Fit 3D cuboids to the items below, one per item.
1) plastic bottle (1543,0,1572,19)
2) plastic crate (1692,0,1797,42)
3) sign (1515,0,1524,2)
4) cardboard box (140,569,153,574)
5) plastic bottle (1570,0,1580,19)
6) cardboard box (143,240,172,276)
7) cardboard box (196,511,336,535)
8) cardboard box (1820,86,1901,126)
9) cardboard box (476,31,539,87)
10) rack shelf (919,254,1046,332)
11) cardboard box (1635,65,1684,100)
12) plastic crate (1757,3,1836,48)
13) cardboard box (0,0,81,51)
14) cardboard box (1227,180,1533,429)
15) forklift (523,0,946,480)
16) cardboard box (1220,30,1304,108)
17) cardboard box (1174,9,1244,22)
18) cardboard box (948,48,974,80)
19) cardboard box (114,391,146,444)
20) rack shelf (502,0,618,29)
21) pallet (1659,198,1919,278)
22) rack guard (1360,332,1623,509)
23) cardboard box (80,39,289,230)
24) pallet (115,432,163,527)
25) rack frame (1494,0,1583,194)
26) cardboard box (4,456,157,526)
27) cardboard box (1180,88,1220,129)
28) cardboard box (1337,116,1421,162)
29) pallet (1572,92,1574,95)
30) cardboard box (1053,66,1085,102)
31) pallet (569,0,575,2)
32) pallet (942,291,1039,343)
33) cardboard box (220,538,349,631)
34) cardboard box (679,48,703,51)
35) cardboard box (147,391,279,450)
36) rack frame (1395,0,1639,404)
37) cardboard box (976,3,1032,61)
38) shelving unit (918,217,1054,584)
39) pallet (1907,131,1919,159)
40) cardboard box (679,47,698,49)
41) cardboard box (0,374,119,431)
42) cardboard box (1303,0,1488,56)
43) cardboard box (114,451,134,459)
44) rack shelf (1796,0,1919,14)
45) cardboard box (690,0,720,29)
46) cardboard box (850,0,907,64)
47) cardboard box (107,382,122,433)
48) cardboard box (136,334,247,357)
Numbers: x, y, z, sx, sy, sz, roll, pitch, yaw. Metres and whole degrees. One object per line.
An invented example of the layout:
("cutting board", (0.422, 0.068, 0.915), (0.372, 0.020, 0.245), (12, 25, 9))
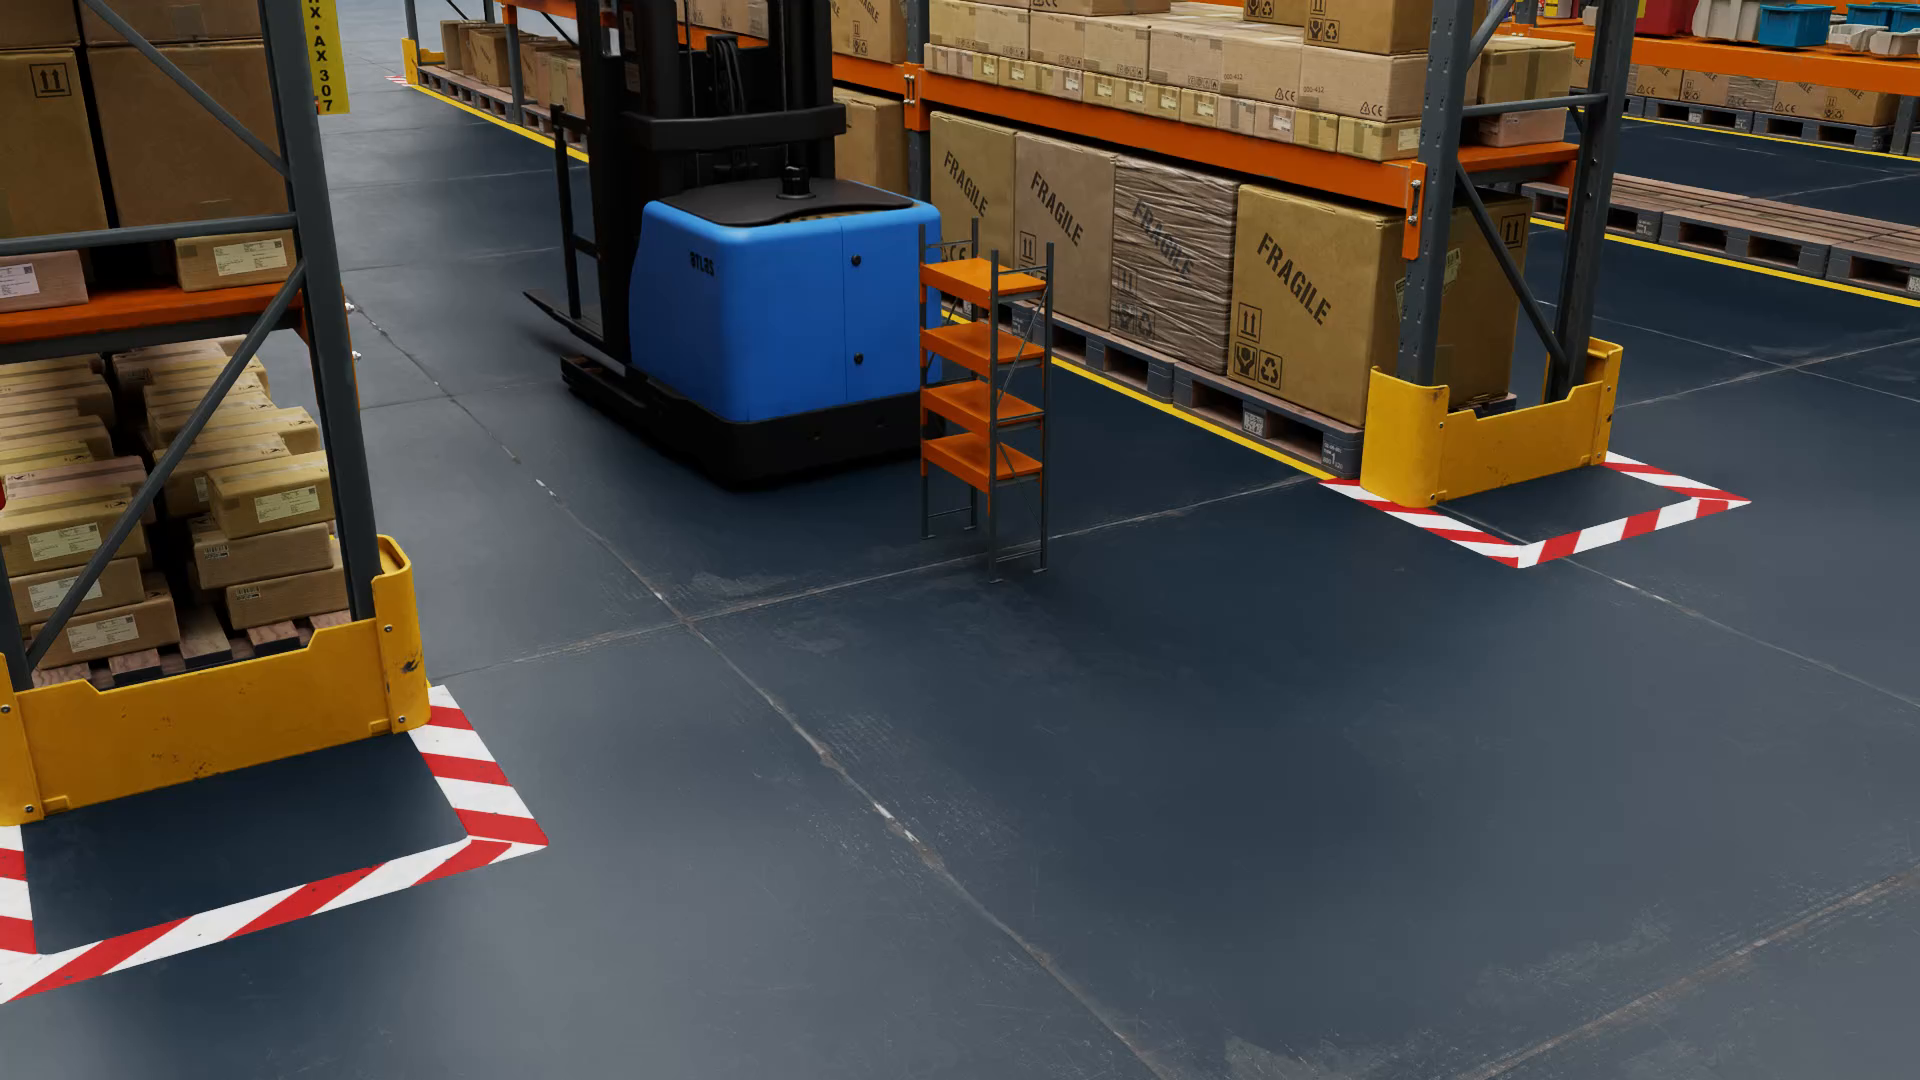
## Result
("plastic bottle", (4.494, -4.095, 12.468), (0.144, 0.351, 0.185), (-13, 25, -28))
("plastic crate", (5.037, -3.372, 10.700), (0.437, 0.282, 0.530), (-13, 25, -28))
("sign", (3.942, -3.951, 11.682), (0.100, 0.325, 0.005), (-13, 25, -28))
("cardboard box", (-2.842, 0.071, 5.383), (0.380, 0.149, 0.250), (-13, 25, -28))
("plastic bottle", (4.595, -4.075, 12.509), (0.061, 0.283, 0.133), (-13, 25, -28))
("cardboard box", (-2.164, -0.885, 4.840), (0.380, 0.149, 0.250), (-12, 25, -26))
("cardboard box", (-2.253, -0.090, 5.382), (0.380, 0.149, 0.250), (-13, 25, -28))
("cardboard box", (8.178, -4.030, 14.979), (0.500, 0.500, 0.500), (-13, 25, -29))
("cardboard box", (-4.782, -5.109, 17.659), (0.500, 0.500, 0.500), (-15, 27, -33))
("rack shelf", (0.085, -0.866, 5.806), (0.258, 0.148, 0.480), (-13, 25, -28))
("cardboard box", (7.144, -4.686, 16.593), (0.500, 0.500, 0.500), (-13, 25, -29))
("plastic crate", (5.190, -3.199, 10.341), (0.416, 0.233, 0.300), (-13, 25, -28))
("cardboard box", (-2.562, -1.507, 4.180), (0.500, 0.500, 0.500), (-13, 26, -29))
("cardboard box", (1.805, -1.083, 7.256), (0.875, 0.875, 0.875), (-13, 25, -28))
("forklift", (-1.282, -2.105, 7.598), (1.130, 2.935, 3.031), (-14, 26, -30))
("cardboard box", (1.467, -2.019, 7.100), (0.500, 0.250, 0.500), (-13, 26, -29))
("cardboard box", (1.392, -2.455, 8.171), (0.500, 0.250, 0.500), (-13, 26, -29))
("cardboard box", (0.157, -2.615, 9.094), (0.380, 0.149, 0.250), (-14, 26, -30))
("cardboard box", (-3.013, -0.493, 6.373), (0.380, 0.149, 0.250), (-11, 25, -26))
("rack shelf", (-2.907, -4.585, 14.563), (1.077, 0.370, 4.000), (-13, 25, -28))
("pallet", (5.452, -2.011, 10.978), (1.003, 0.211, 1.213), (-13, 25, -28))
("rack guard", (2.213, -0.515, 6.915), (1.175, 0.500, 0.348), (-13, 25, -28))
("cardboard box", (-2.106, -1.142, 4.610), (0.500, 0.500, 0.500), (-11, 25, -26))
("pallet", (-3.157, -0.157, 6.416), (1.003, 0.211, 1.213), (-13, 25, -28))
("rack frame", (4.416, -3.928, 11.993), (1.000, 3.000, 0.127), (-13, 25, -28))
("cardboard box", (-2.682, -0.124, 5.071), (0.380, 0.149, 0.250), (-12, 25, -27))
("cardboard box", (1.213, -1.947, 7.451), (0.380, 0.149, 0.250), (-13, 26, -29))
("cardboard box", (1.736, -1.616, 6.638), (0.380, 0.149, 0.250), (-12, 25, -27))
("pallet", (6.246, -5.157, 18.719), (1.003, 0.211, 1.213), (-13, 25, -28))
("cardboard box", (0.686, -2.280, 8.271), (0.380, 0.149, 0.250), (-12, 25, -28))
("pallet", (-2.932, -4.815, 14.428), (1.003, 0.211, 1.213), (-13, 25, -28))
("pallet", (0.479, -1.423, 9.531), (1.003, 0.211, 1.213), (-13, 25, -28))
("cardboard box", (-2.107, 0.135, 5.223), (0.380, 0.149, 0.250), (-12, 25, -27))
("cardboard box", (-1.551, -3.253, 12.596), (1.225, 0.875, 0.875), (-14, 26, -31))
("cardboard box", (-2.551, -0.381, 5.703), (0.380, 0.149, 0.250), (-14, 26, -31))
("rack frame", (2.201, -1.681, 6.463), (1.000, 3.000, 0.127), (-13, 25, -28))
("cardboard box", (0.422, -2.680, 8.724), (0.500, 0.250, 0.500), (-13, 25, -28))
("shelving unit", (0.085, -0.502, 5.954), (0.258, 1.200, 0.503), (-13, 25, -28))
("pallet", (9.026, -3.365, 14.311), (1.003, 0.211, 1.213), (-13, 25, -28))
("cardboard box", (-2.253, -3.875, 13.600), (0.500, 0.250, 0.500), (-11, 25, -26))
("cardboard box", (-3.225, -0.462, 5.904), (0.380, 0.149, 0.250), (-14, 26, -30))
("cardboard box", (1.726, -2.204, 6.558), (0.500, 0.500, 0.500), (-12, 25, -28))
("cardboard box", (-2.945, -0.162, 5.559), (0.380, 0.149, 0.250), (-13, 25, -29))
("rack shelf", (7.654, -5.194, 16.062), (1.077, 0.370, 4.000), (-13, 25, -28))
("cardboard box", (-1.606, -3.941, 11.890), (0.500, 0.500, 0.500), (-13, 26, -30))
("cardboard box", (-0.316, -3.121, 9.873), (0.500, 0.500, 0.500), (-13, 25, -28))
("cardboard box", (-3.383, -0.585, 6.995), (0.380, 0.149, 0.250), (-13, 26, -30))
("cardboard box", (-3.023, -0.731, 6.564), (0.380, 0.149, 0.250), (-14, 26, -30))
